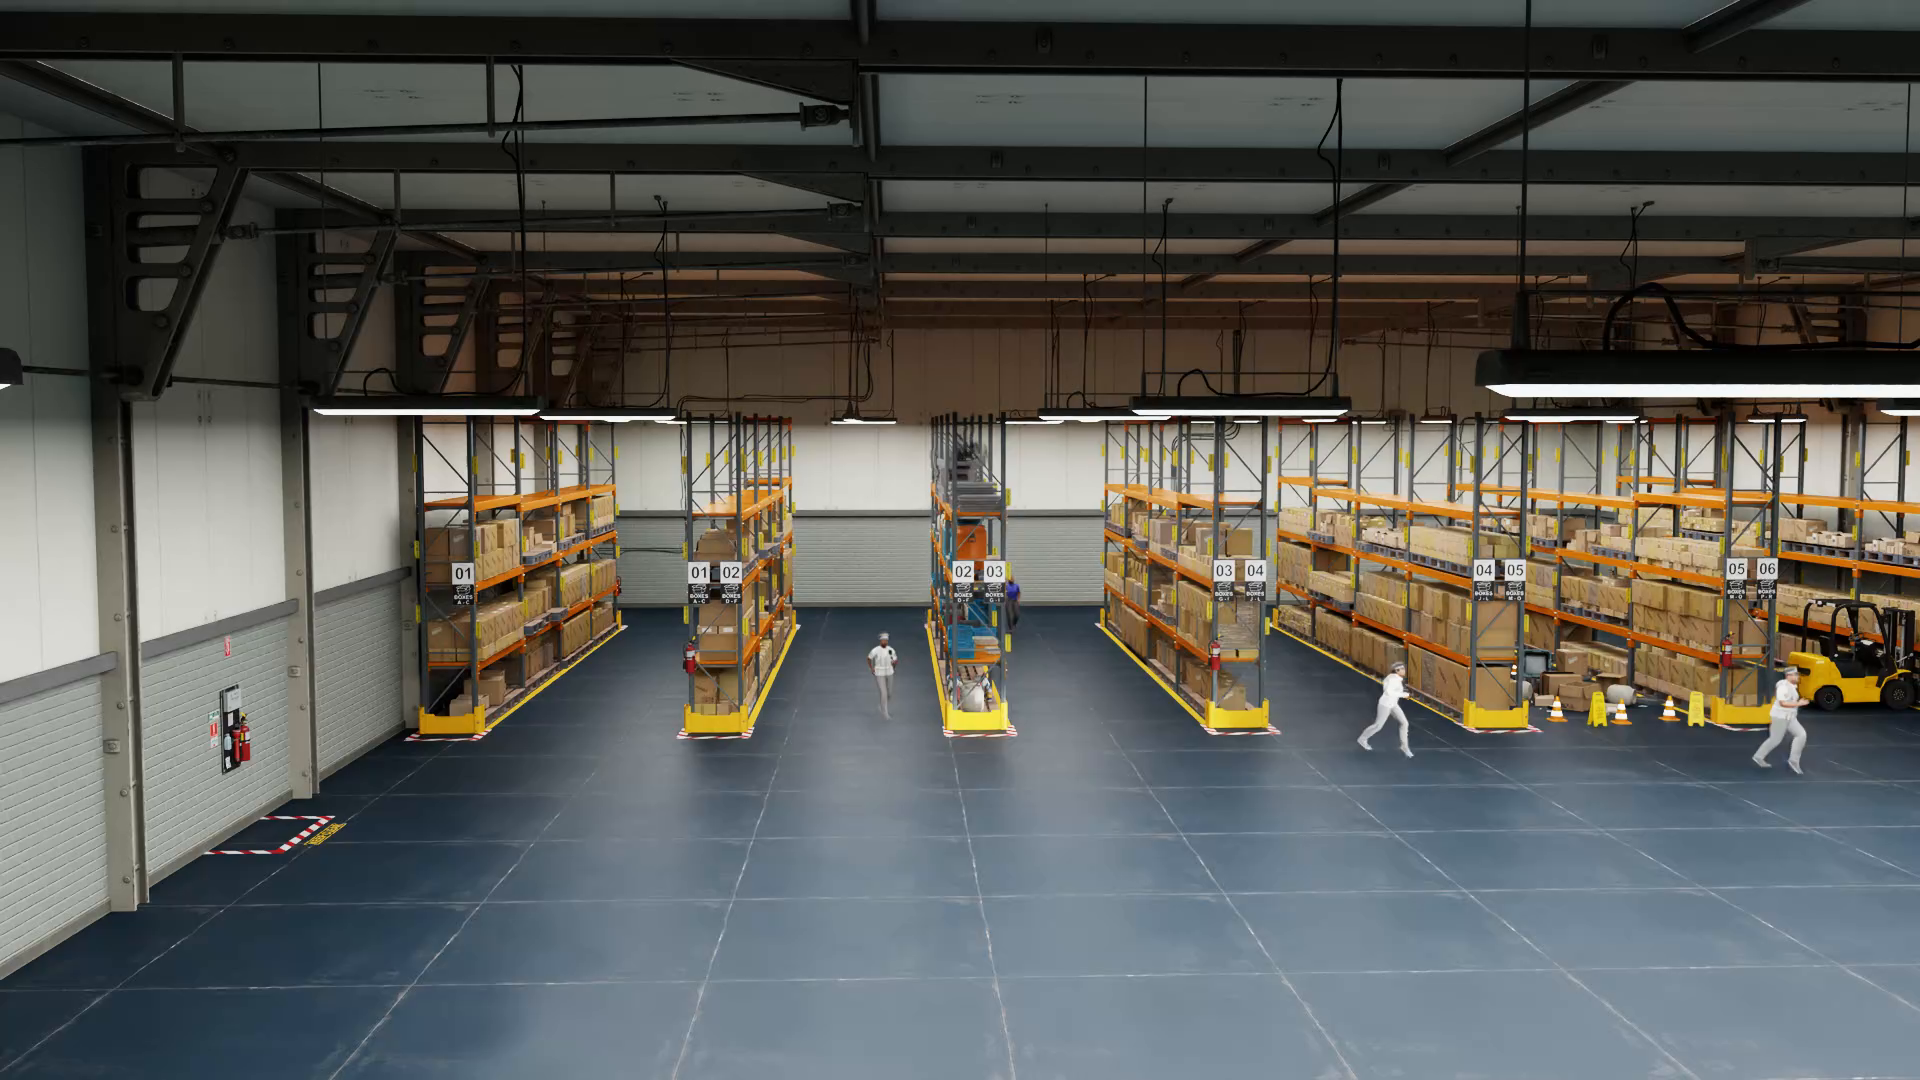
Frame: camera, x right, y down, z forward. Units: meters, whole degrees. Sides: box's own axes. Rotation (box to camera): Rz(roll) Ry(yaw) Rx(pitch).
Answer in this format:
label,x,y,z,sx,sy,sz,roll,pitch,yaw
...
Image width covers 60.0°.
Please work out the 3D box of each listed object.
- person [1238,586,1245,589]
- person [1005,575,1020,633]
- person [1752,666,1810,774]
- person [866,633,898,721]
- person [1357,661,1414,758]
label,x,y,z,sx,sy,sz,roll,pitch,yaw
person,7.843,1.682,46.917,0.726,1.732,0.625,0,4,6
person,1.438,1.782,46.051,0.581,1.621,0.533,-1,4,-13
person,13.637,2.976,27.596,0.877,1.831,0.687,4,5,42
person,-1.497,2.648,32.602,0.583,1.674,0.899,-2,4,-22
person,7.412,2.930,28.955,0.993,1.691,0.611,3,5,34
